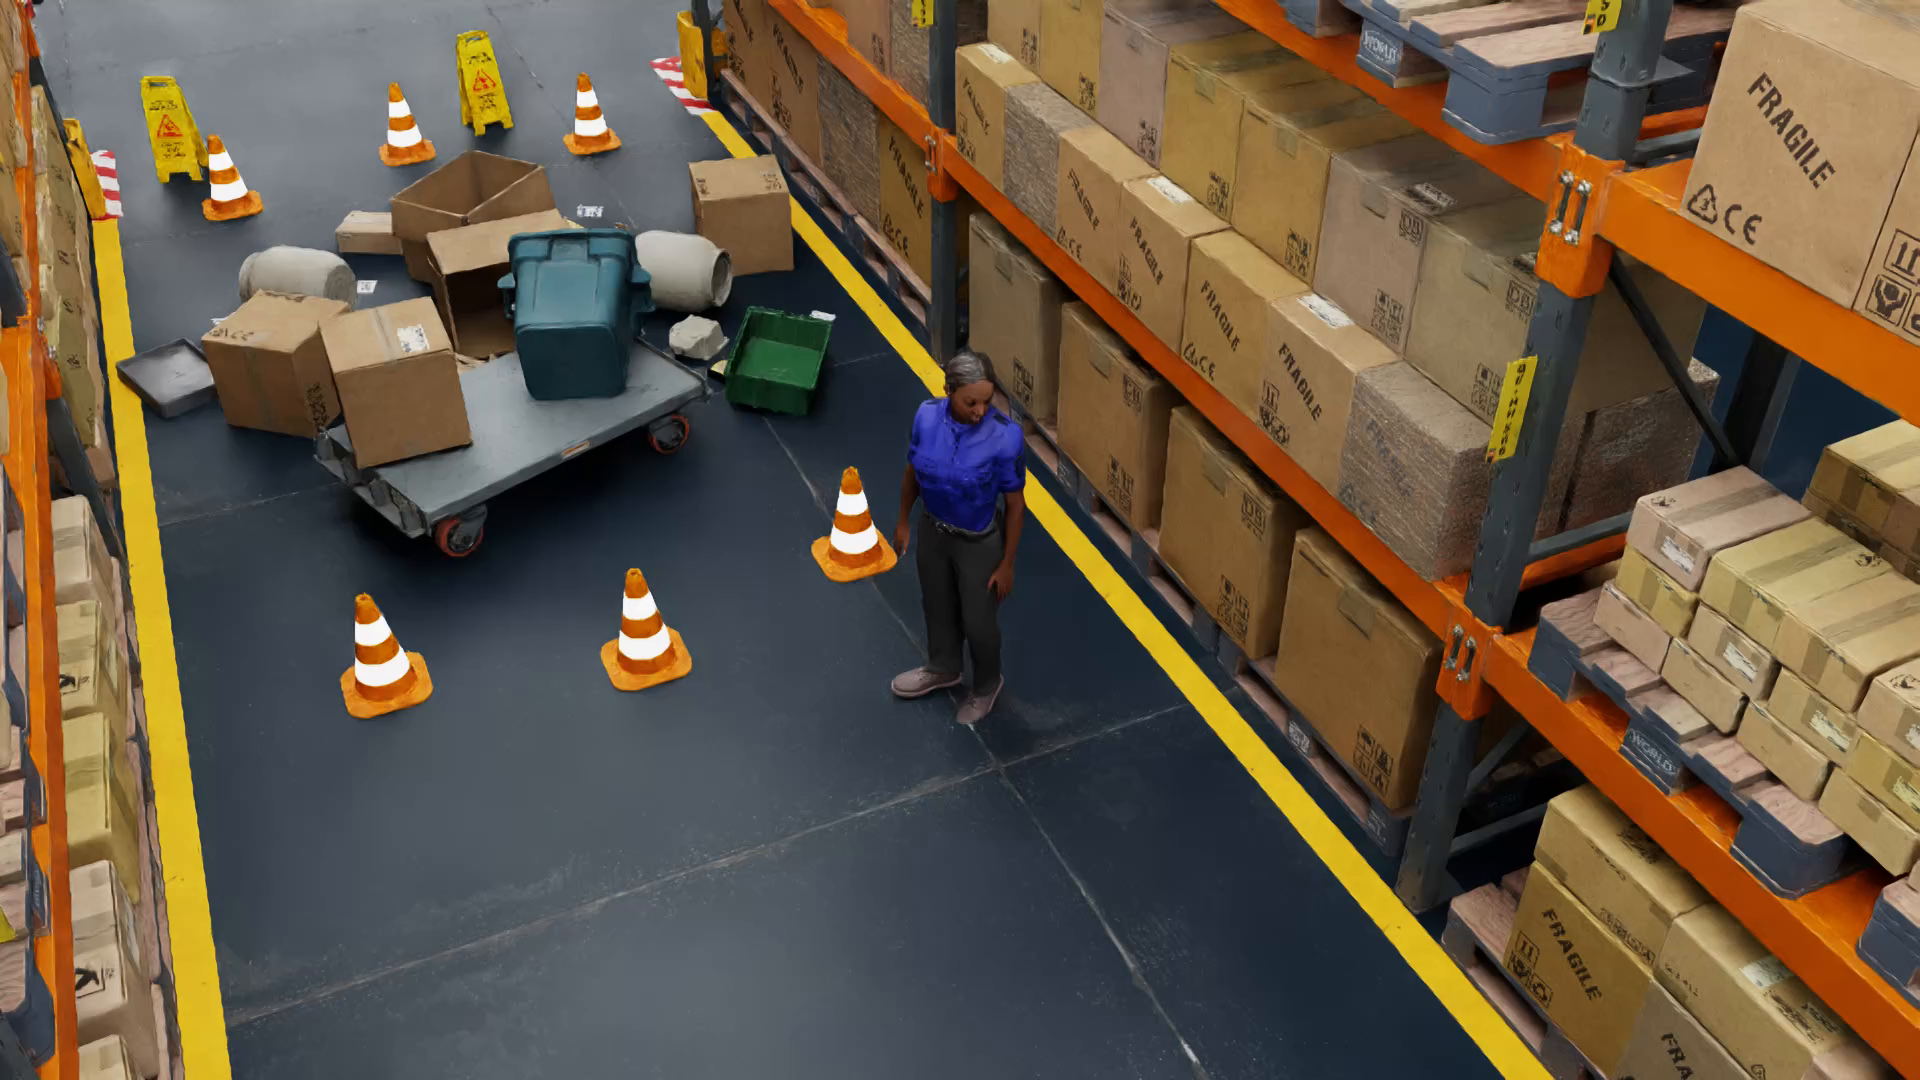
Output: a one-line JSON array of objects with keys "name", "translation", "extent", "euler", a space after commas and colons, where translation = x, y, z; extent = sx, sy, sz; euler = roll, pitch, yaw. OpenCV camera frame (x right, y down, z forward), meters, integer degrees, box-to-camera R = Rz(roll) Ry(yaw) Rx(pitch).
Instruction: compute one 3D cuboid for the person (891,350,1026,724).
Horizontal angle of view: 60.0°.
[{"name": "person", "translation": [-0.002, 0.009, 6.170], "extent": [0.540, 1.704, 0.351], "euler": [23, 43, 27]}]
